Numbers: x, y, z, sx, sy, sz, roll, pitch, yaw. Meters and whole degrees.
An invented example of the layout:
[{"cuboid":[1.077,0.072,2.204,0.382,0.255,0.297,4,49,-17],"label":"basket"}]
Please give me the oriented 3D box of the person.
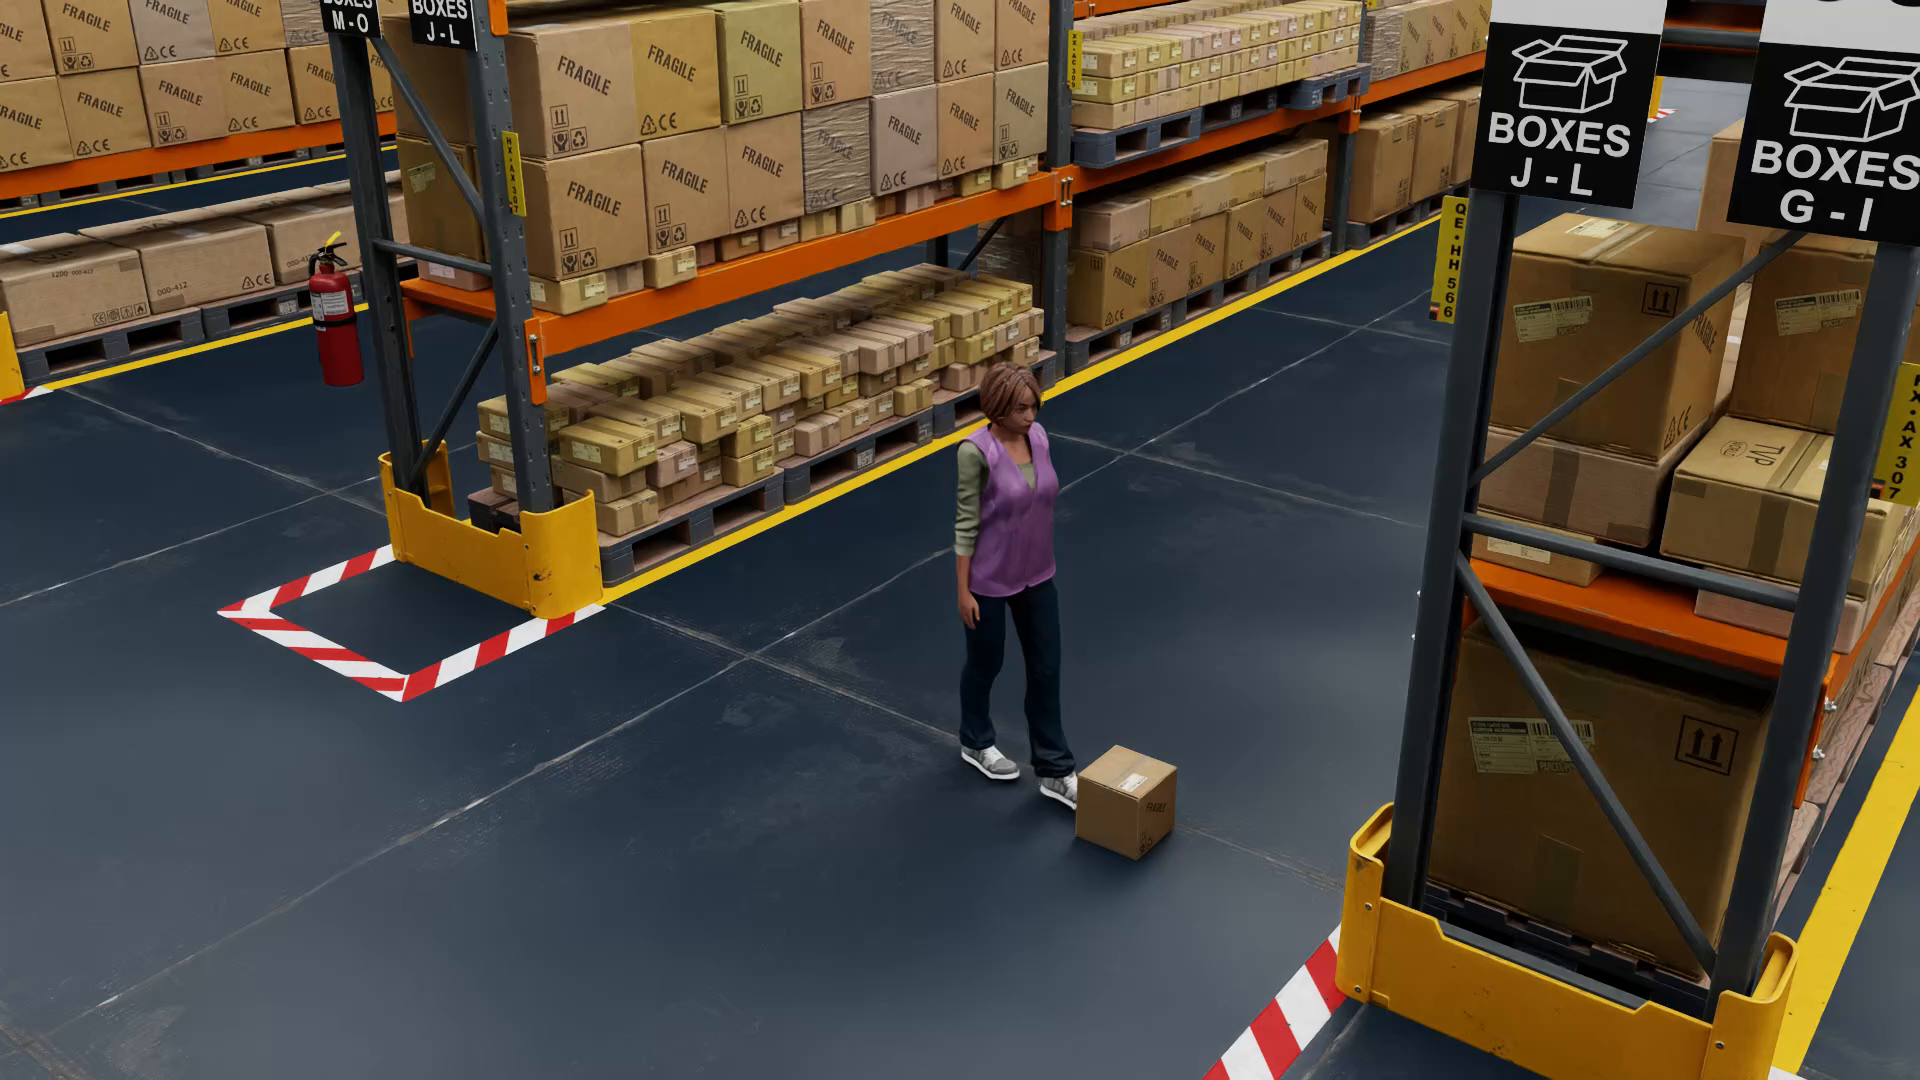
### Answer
[{"cuboid":[0.219,0.182,5.696,0.413,1.577,0.667,-15,28,-31],"label":"person"}]
